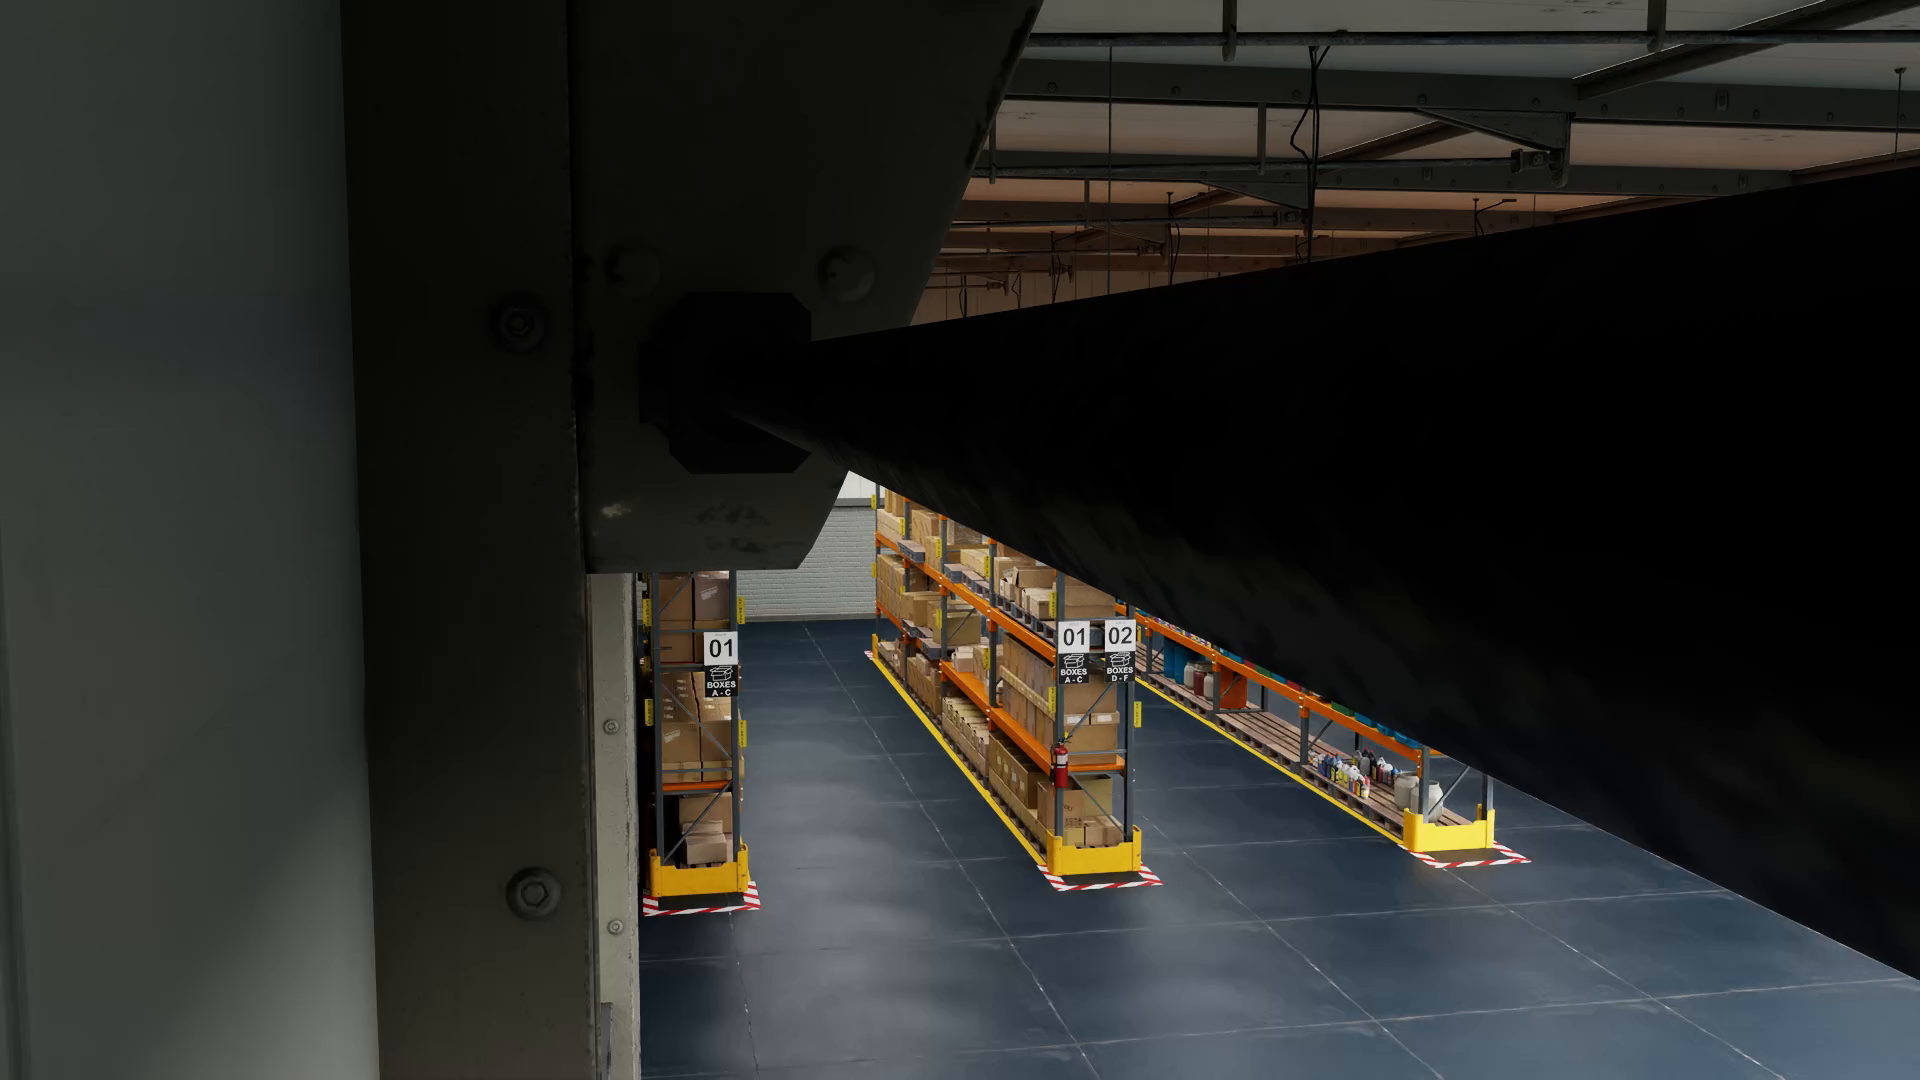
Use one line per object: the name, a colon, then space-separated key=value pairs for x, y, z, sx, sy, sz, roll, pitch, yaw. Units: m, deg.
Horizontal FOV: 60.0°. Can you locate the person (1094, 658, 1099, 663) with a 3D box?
person: x=2.293 y=2.341 z=30.400 sx=0.627 sy=1.636 sz=1.046 roll=-2 pitch=6 yaw=-18
